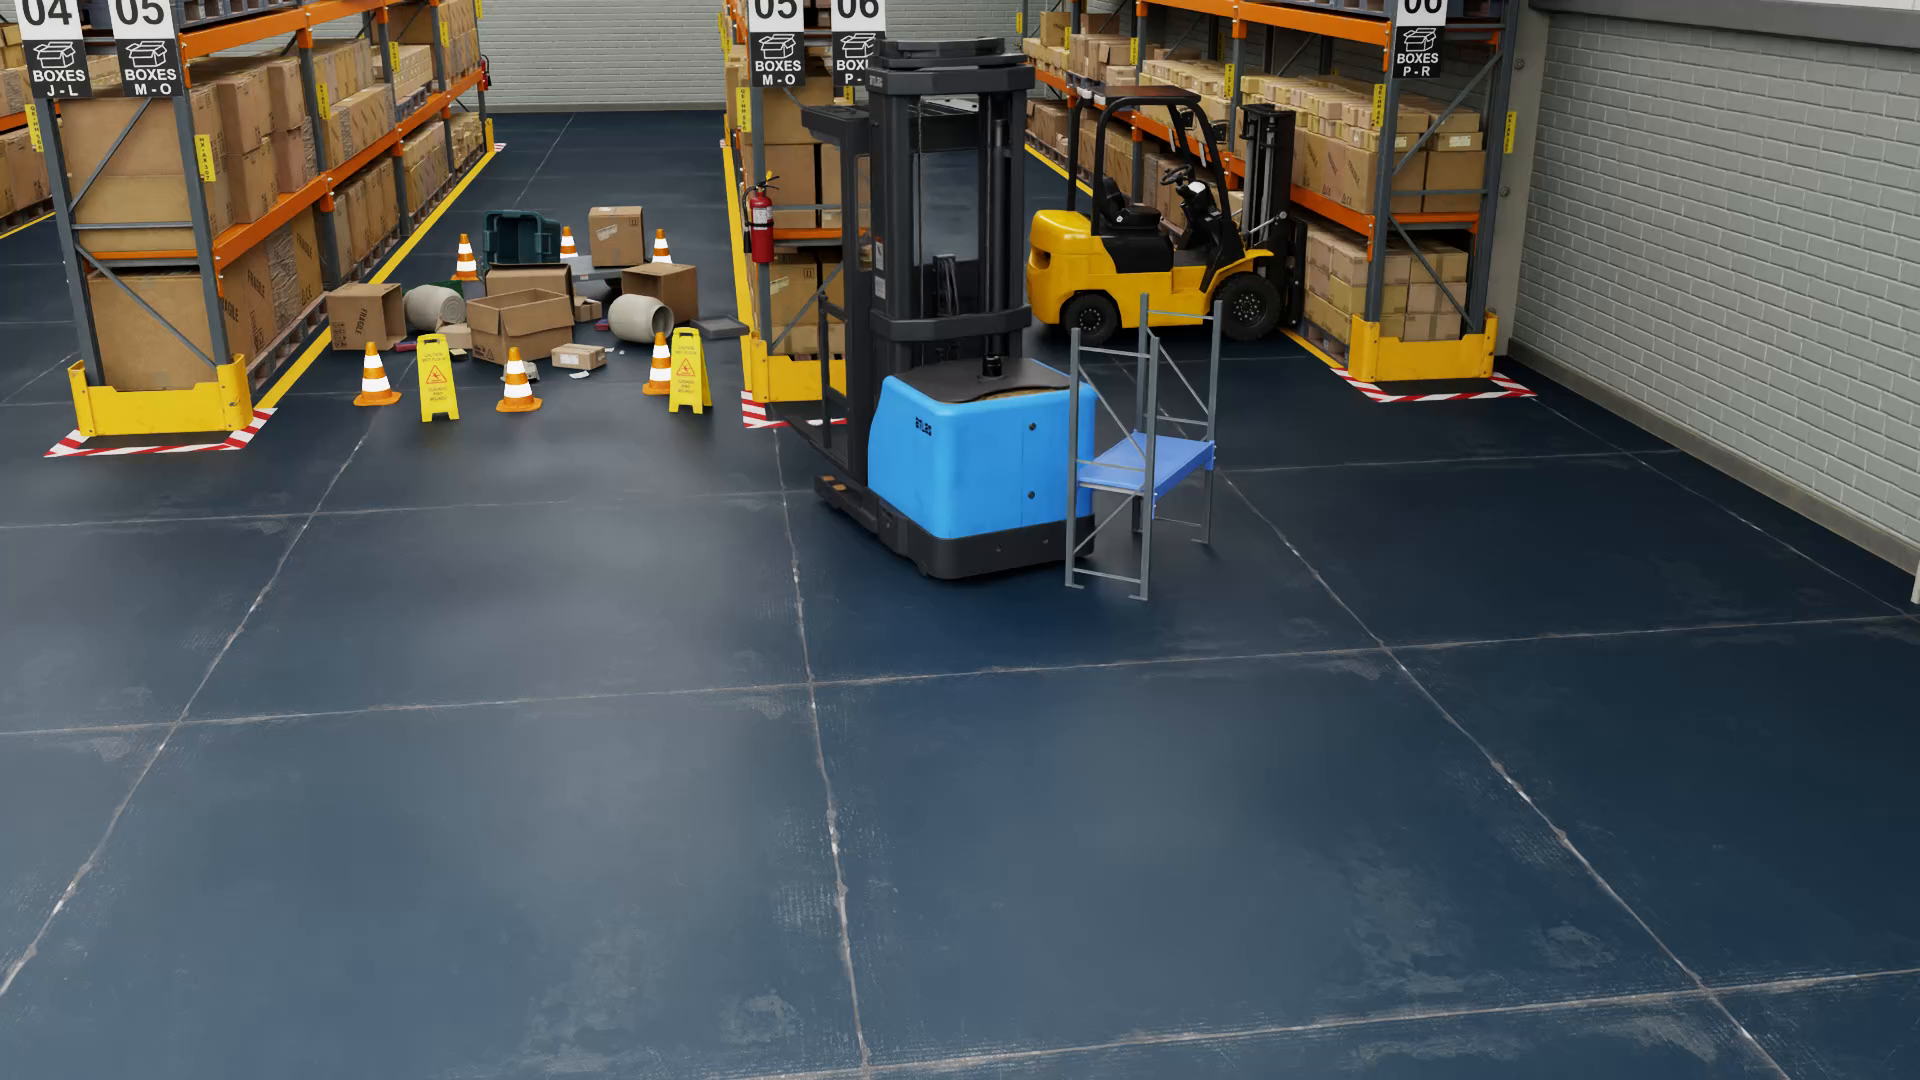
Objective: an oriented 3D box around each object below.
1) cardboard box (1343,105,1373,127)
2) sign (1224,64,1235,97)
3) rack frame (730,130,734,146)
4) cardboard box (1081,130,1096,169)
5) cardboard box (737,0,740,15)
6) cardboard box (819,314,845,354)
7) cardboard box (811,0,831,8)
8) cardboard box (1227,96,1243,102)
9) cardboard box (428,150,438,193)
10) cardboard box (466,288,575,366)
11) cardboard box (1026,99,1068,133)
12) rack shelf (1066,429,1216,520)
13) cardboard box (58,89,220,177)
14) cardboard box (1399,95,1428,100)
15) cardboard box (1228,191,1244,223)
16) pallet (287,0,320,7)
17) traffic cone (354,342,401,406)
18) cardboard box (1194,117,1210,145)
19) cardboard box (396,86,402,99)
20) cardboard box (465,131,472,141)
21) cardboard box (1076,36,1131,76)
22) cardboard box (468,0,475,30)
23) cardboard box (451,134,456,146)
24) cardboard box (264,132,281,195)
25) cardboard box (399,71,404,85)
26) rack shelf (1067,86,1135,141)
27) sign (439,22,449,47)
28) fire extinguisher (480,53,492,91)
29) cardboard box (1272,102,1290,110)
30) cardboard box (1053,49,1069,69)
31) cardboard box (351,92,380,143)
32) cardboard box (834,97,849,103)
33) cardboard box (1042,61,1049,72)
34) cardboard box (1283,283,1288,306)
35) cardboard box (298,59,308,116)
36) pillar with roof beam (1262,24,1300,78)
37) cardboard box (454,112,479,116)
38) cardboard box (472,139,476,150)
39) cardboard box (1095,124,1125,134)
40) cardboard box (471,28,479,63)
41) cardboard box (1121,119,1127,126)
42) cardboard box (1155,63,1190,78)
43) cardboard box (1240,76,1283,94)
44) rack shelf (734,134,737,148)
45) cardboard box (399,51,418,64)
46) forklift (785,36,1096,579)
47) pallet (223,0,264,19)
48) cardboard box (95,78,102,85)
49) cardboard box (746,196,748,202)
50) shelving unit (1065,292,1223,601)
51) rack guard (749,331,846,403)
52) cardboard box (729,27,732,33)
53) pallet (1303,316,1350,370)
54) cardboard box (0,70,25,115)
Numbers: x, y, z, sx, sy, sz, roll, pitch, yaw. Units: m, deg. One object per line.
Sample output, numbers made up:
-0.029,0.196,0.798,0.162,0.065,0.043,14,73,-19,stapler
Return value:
3.455,-3.576,14.007,0.380,0.149,0.250,-2,21,-7,cardboard box
2.734,-4.659,16.860,0.100,0.325,0.005,-3,21,-8,sign
-3.372,-8.087,27.582,1.000,3.000,0.127,-3,21,-8,rack frame
2.050,-5.617,23.940,0.500,0.500,0.500,-3,21,-8,cardboard box
-1.740,-4.649,14.448,0.380,0.149,0.250,-3,21,-9,cardboard box
-0.908,-1.749,13.942,0.500,0.250,0.500,-3,21,-8,cardboard box
-0.874,-4.209,12.701,0.500,0.250,0.500,-3,21,-9,cardboard box
3.001,-4.642,17.287,0.380,0.149,0.250,-2,21,-6,cardboard box
-7.179,-4.844,21.872,0.500,0.500,0.500,-3,21,-9,cardboard box
-3.824,-1.858,14.473,0.637,0.503,0.797,17,27,39,cardboard box
1.534,-7.149,28.039,0.797,0.503,0.637,-4,21,-10,cardboard box
1.064,-0.394,9.642,0.538,0.185,1.000,10,23,25,rack shelf
-5.964,-2.969,12.121,0.875,0.550,0.550,-3,21,-8,cardboard box
3.929,-3.871,14.799,0.380,0.149,0.250,-3,21,-9,cardboard box
3.029,-3.378,16.873,0.500,0.250,0.500,-3,21,-9,cardboard box
-6.706,-5.278,16.047,0.805,0.209,1.217,-4,21,-10,pallet
-4.620,-1.330,13.115,0.336,0.463,0.334,-3,21,-8,traffic cone
2.860,-4.449,18.055,0.500,0.250,0.500,-3,21,-8,cardboard box
-7.045,-5.463,20.315,0.380,0.149,0.250,-2,21,-5,cardboard box
-7.714,-6.186,25.542,0.380,0.149,0.250,-2,21,-5,cardboard box
2.039,-6.839,23.498,0.700,0.500,0.500,-3,21,-7,cardboard box
-7.943,-8.311,26.184,0.500,0.500,0.500,-3,21,-9,cardboard box
-7.504,-5.785,24.043,0.380,0.149,0.250,-2,21,-5,cardboard box
-6.397,-3.209,14.305,0.875,0.550,0.550,-3,21,-8,cardboard box
-7.093,-5.702,20.529,0.380,0.149,0.250,-3,21,-8,cardboard box
2.405,-5.924,22.819,1.077,0.370,4.000,-3,21,-8,rack shelf
-7.130,-6.989,22.987,0.100,0.325,0.005,-3,21,-8,sign
-7.835,-7.702,27.194,0.296,0.674,0.183,-3,21,-8,fire extinguisher
3.158,-4.053,15.710,0.380,0.149,0.250,-3,21,-8,cardboard box
1.715,-7.360,25.423,0.500,0.250,0.500,-3,21,-8,cardboard box
-6.629,-4.591,18.079,0.500,0.500,0.500,-3,21,-9,cardboard box
-1.332,-3.977,16.010,0.500,0.500,0.500,-3,21,-9,cardboard box
1.510,-7.555,26.515,0.380,0.149,0.250,-2,21,-7,cardboard box
3.243,-2.379,15.629,0.500,0.250,0.500,-2,21,-6,cardboard box
-6.603,-4.334,15.962,0.700,0.500,0.500,-3,21,-9,cardboard box
-0.487,-7.756,18.121,9.100,9.000,0.400,-3,21,-8,pillar with roof beam
-7.928,-6.772,26.684,0.380,0.149,0.250,-3,21,-7,cardboard box
-7.736,-6.142,25.849,0.380,0.149,0.250,-4,21,-10,cardboard box
2.122,-5.783,23.458,0.380,0.149,0.250,-3,21,-8,cardboard box
-7.936,-7.846,26.368,0.500,0.500,0.500,-2,21,-7,cardboard box
2.541,-5.996,24.028,0.380,0.149,0.250,-3,21,-7,cardboard box
2.550,-5.614,19.891,0.380,0.149,0.250,-2,21,-6,cardboard box
3.022,-4.549,16.613,0.380,0.149,0.250,-2,21,-7,cardboard box
-2.507,-5.673,22.145,1.077,0.370,4.000,-3,21,-8,rack shelf
-7.283,-6.287,21.672,0.380,0.149,0.250,-4,21,-10,cardboard box
-0.299,-1.627,10.384,1.130,2.935,3.031,-10,23,-24,forklift
-6.245,-4.306,13.298,1.003,0.211,1.213,-3,21,-8,pallet
-12.431,-6.477,23.630,0.380,0.149,0.250,-3,21,-9,cardboard box
-1.865,-3.232,15.913,0.380,0.149,0.250,-3,21,-7,cardboard box
1.064,-0.563,9.579,0.538,1.500,1.048,10,23,25,shelving unit
-1.076,-1.403,13.257,1.175,0.500,0.348,-3,21,-8,rack guard
-2.634,-6.176,20.892,0.500,0.500,0.500,-3,21,-7,cardboard box
3.694,-1.755,14.614,1.003,0.211,1.213,-3,21,-8,pallet
-12.050,-5.575,20.713,0.500,0.500,0.500,-3,21,-8,cardboard box
